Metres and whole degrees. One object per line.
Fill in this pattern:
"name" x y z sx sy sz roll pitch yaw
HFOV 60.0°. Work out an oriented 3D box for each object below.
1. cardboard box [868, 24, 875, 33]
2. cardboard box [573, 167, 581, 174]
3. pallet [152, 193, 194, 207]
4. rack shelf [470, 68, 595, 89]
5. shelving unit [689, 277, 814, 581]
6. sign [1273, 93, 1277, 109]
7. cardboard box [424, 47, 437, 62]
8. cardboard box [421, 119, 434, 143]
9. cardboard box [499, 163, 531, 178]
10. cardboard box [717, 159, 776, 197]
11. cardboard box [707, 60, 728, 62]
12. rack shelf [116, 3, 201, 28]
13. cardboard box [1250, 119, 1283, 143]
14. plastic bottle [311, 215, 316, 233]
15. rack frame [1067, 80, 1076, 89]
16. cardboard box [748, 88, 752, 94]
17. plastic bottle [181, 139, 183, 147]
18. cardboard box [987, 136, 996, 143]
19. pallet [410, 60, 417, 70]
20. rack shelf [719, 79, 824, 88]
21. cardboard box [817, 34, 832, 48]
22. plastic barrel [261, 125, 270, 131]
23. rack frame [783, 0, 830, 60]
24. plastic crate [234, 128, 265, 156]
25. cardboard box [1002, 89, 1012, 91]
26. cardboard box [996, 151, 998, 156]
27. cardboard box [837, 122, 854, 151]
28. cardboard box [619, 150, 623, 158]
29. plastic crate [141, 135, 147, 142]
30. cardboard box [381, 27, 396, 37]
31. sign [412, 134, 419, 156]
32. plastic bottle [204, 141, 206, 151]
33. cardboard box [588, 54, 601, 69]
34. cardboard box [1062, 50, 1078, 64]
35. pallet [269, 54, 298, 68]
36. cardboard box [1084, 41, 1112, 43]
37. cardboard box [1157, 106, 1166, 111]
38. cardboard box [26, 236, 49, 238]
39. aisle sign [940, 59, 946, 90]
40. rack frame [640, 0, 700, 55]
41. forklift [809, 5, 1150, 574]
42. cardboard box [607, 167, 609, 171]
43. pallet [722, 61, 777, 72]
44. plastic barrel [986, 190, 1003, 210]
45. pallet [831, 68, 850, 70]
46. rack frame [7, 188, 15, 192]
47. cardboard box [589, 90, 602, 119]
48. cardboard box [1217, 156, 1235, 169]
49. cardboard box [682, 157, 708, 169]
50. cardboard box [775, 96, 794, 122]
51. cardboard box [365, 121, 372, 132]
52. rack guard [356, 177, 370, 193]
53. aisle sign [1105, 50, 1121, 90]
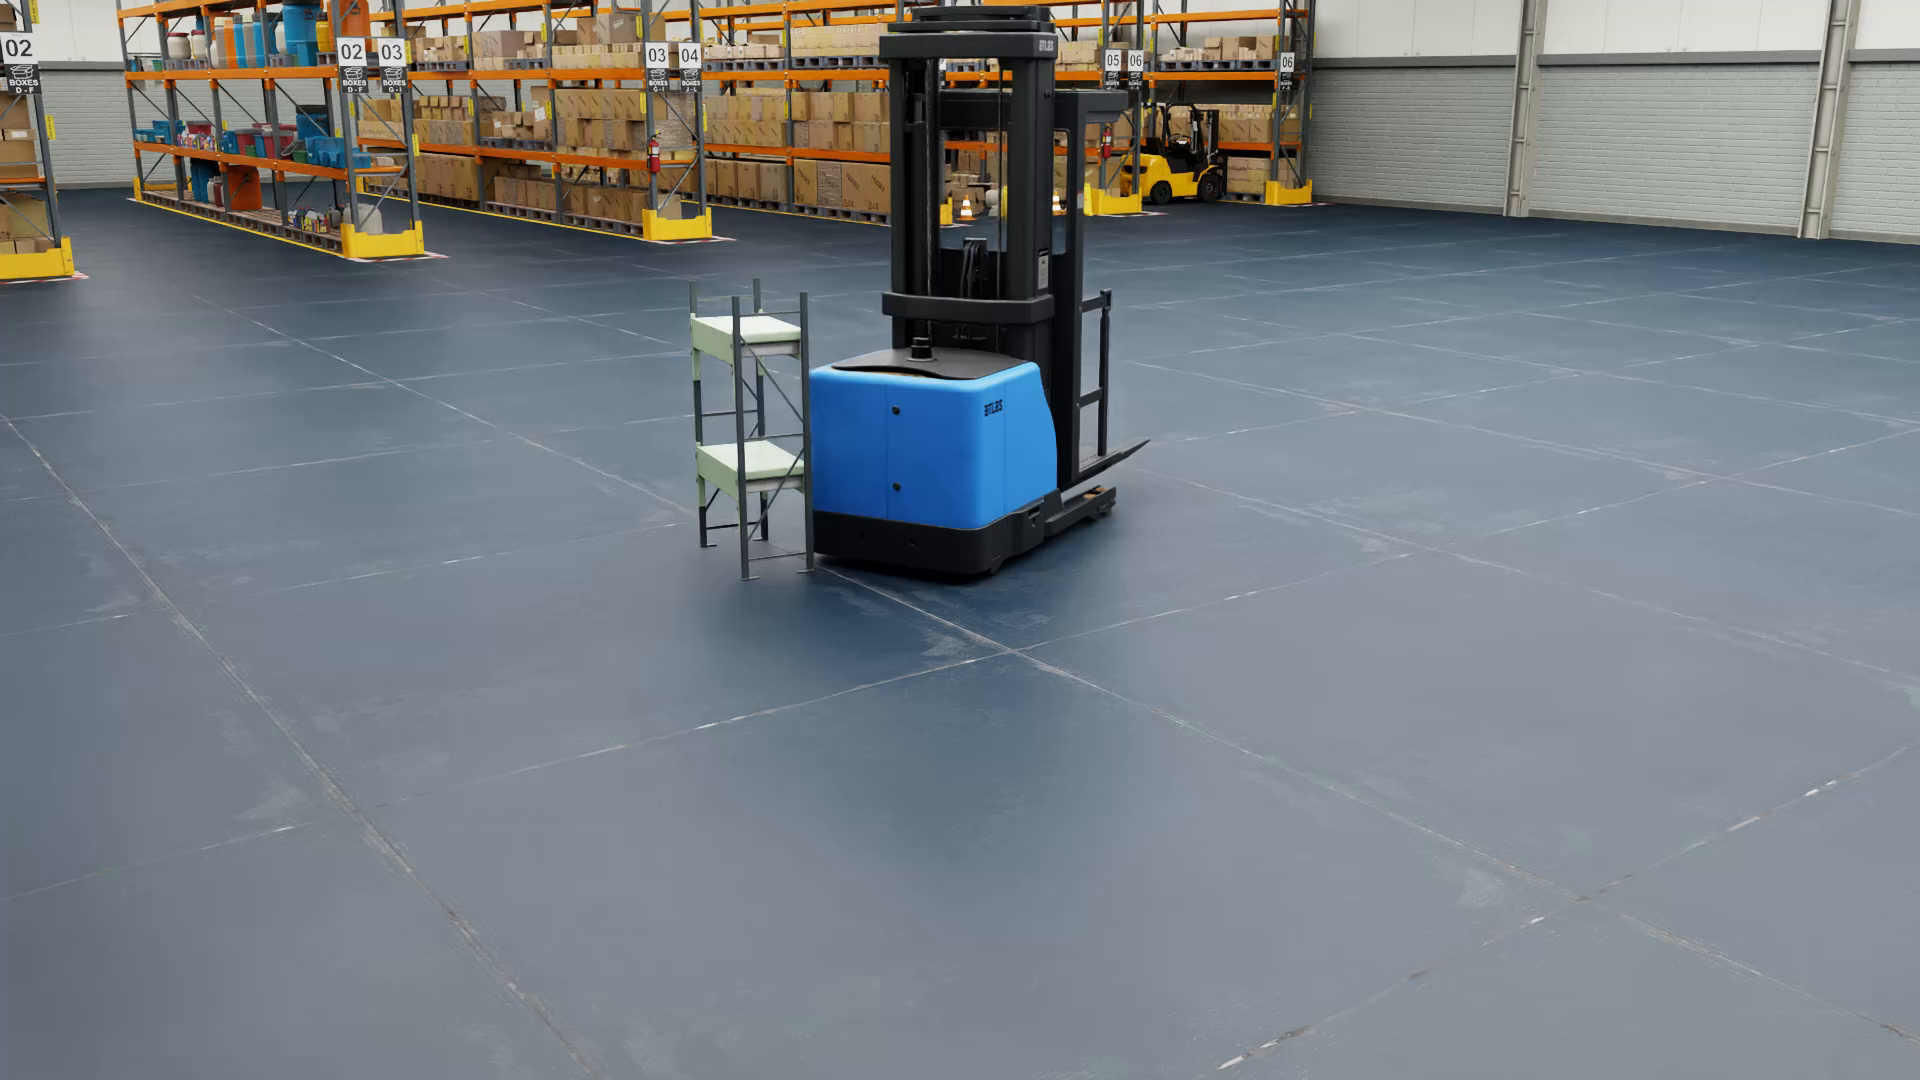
"cardboard box" -1.476 -9.431 30.650 0.380 0.149 0.250 -10 18 -34
"cardboard box" -9.621 -9.401 42.283 0.380 0.149 0.250 -10 18 -33
"pallet" -17.026 -7.455 36.413 1.003 0.211 1.213 -11 19 -35
"rack shelf" -8.307 -8.975 32.367 1.077 0.370 4.000 -11 19 -35
"shelving unit" -1.130 -0.620 9.000 0.431 1.500 0.755 -7 17 -25
"sign" 6.803 -9.495 35.944 0.100 0.325 0.005 -11 19 -35
"cardboard box" -11.262 -10.515 36.003 0.500 0.311 0.500 -12 19 -36
"cardboard box" -11.470 -8.961 36.444 0.500 0.500 0.500 -11 19 -34
"cardboard box" -9.065 -7.532 33.896 0.500 0.250 0.500 -10 18 -32
"cardboard box" -4.609 -7.838 35.998 1.050 0.750 0.750 -11 19 -34
"cardboard box" -5.532 -10.709 37.150 0.500 0.500 0.500 -11 19 -35
"rack shelf" -17.017 -11.169 35.457 1.077 0.370 4.000 -11 19 -35
"cardboard box" 6.748 -9.016 36.647 0.500 0.500 0.500 -11 19 -36
"plastic bottle" -10.427 -5.136 26.984 0.152 0.276 0.135 -11 19 -36
"rack frame" 2.546 -10.612 42.667 1.000 3.000 0.127 -11 19 -35
"cardboard box" -5.435 -11.994 44.405 0.380 0.149 0.250 -11 19 -34
"plastic bottle" -15.809 -8.097 33.855 0.097 0.201 0.097 0 15 0
"cardboard box" 0.811 -8.748 36.333 0.380 0.149 0.250 -11 19 -35
"pallet" -12.307 -10.737 37.609 1.003 0.211 1.213 -11 19 -35
"rack shelf" -4.995 -12.222 44.229 1.077 0.370 4.000 -11 19 -35
"cardboard box" -2.403 -9.602 32.031 0.500 0.250 0.500 -11 19 -35
"plastic barrel" -12.711 -7.401 30.723 0.421 0.512 0.421 0 15 0
"rack frame" -3.059 -11.090 33.050 1.000 3.000 0.127 -11 19 -35
"plastic crate" -12.786 -7.172 29.977 0.402 0.464 0.583 -11 19 -35
"cardboard box" 1.251 -9.420 35.666 0.700 0.500 0.500 -11 19 -34
"cardboard box" 1.191 -10.336 44.368 0.380 0.149 0.250 -11 19 -34
"cardboard box" -1.876 -7.847 32.280 0.875 0.550 0.500 -11 19 -35
"cardboard box" -5.697 -6.716 28.909 0.380 0.149 0.250 -11 19 -35
"plastic crate" -17.793 -8.814 36.482 0.250 0.136 0.298 -11 19 -35
"cardboard box" -13.007 -11.685 38.312 0.500 0.250 0.500 -12 19 -36
"sign" -8.338 -6.043 25.450 0.100 0.325 0.005 -11 19 -35
"plastic bottle" -14.604 -7.660 32.256 0.097 0.201 0.097 0 15 0
"cardboard box" -6.158 -8.356 29.025 0.500 0.250 0.500 -11 19 -35
"cardboard box" 2.434 -9.828 33.839 0.500 0.250 0.500 -11 19 -35
"pallet" -10.634 -7.896 27.420 1.213 0.211 1.003 -11 19 -35
"cardboard box" 3.373 -11.948 40.691 0.500 0.500 0.500 -10 18 -33
"cardboard box" 4.845 -10.148 38.991 0.380 0.149 0.250 -10 18 -33
"cardboard box" -13.227 -4.189 23.612 0.500 0.250 0.500 -11 19 -35
"aisle sign" -0.423 -8.628 30.493 0.394 0.787 0.004 -11 19 -35
"rack frame" -4.779 -9.488 27.195 1.000 3.000 0.127 -11 19 -35
"forklift" 0.301 -1.574 9.776 1.130 2.935 3.031 8 17 26
"cardboard box" -8.517 -9.155 40.823 0.380 0.149 0.250 -11 19 -35
"pallet" -4.330 -10.039 35.248 1.003 0.211 1.213 -10 18 -32
"plastic barrel" 0.798 -7.096 34.700 0.512 0.421 0.421 1 15 4
"pallet" -2.548 -11.564 40.821 1.003 0.211 1.213 -10 18 -32
"rack frame" -15.146 -5.912 25.493 1.000 3.000 0.127 -11 19 -35
"cardboard box" -6.180 -7.668 29.265 0.500 0.500 0.500 -11 19 -35
"cardboard box" 6.117 -8.526 37.566 0.500 0.250 0.500 -11 19 -34
"cardboard box" -6.025 -8.515 37.523 0.500 0.250 0.500 -11 19 -36
"cardboard box" -3.356 -8.832 34.081 0.700 0.500 0.500 -11 19 -35
"cardboard box" -13.812 -9.828 39.521 0.500 0.250 0.500 -11 19 -35
"rack guard" -14.201 -8.810 40.819 1.175 0.500 0.348 -11 19 -35
"aisle sign" 3.039 -9.328 33.051 0.394 0.787 0.004 -11 19 -35
